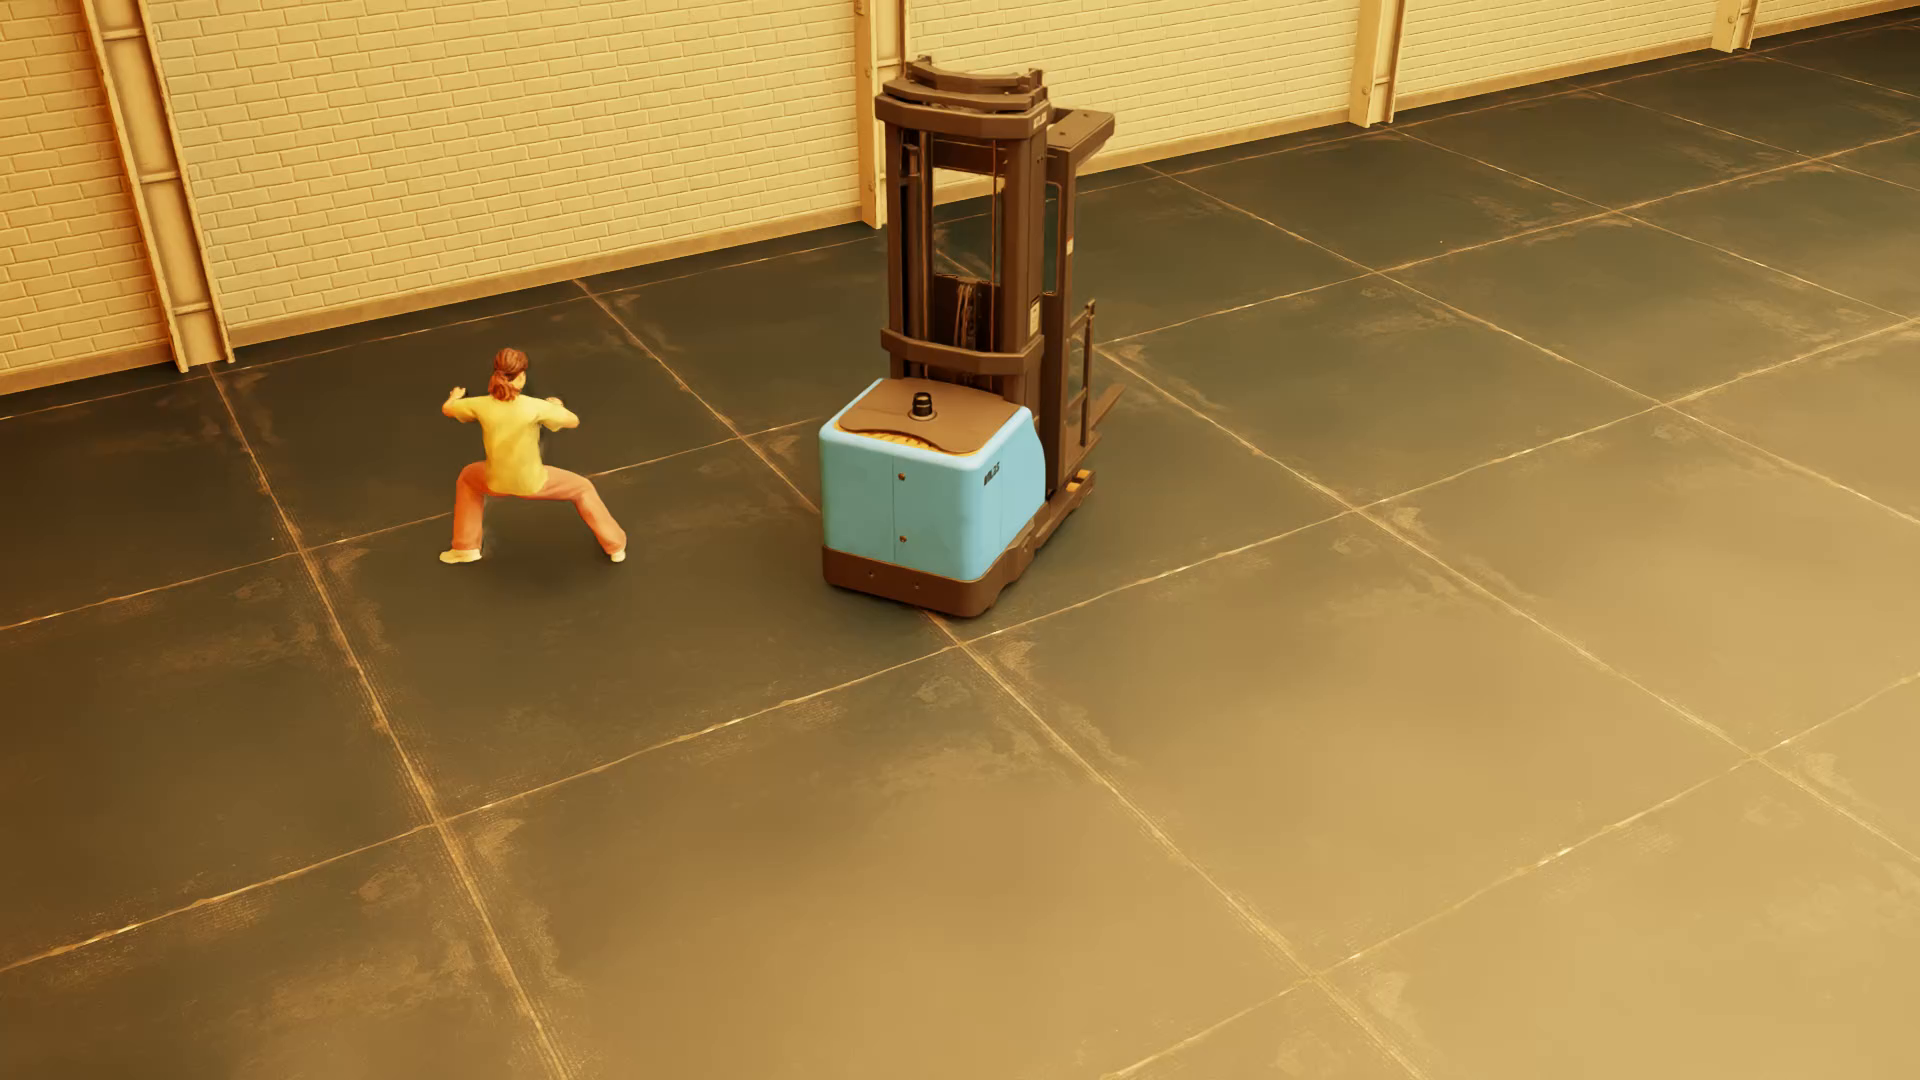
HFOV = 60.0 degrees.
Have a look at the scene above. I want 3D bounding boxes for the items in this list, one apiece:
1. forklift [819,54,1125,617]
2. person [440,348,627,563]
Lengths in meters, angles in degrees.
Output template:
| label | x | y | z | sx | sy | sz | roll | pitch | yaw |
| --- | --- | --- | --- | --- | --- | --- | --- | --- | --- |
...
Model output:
| label | x | y | z | sx | sy | sz | roll | pitch | yaw |
| --- | --- | --- | --- | --- | --- | --- | --- | --- | --- |
| forklift | 0.250 | -1.550 | 10.236 | 1.130 | 2.935 | 3.031 | 13 | 33 | 21 |
| person | -2.628 | -0.495 | 9.917 | 1.121 | 1.448 | 0.620 | 2 | 31 | 3 |
